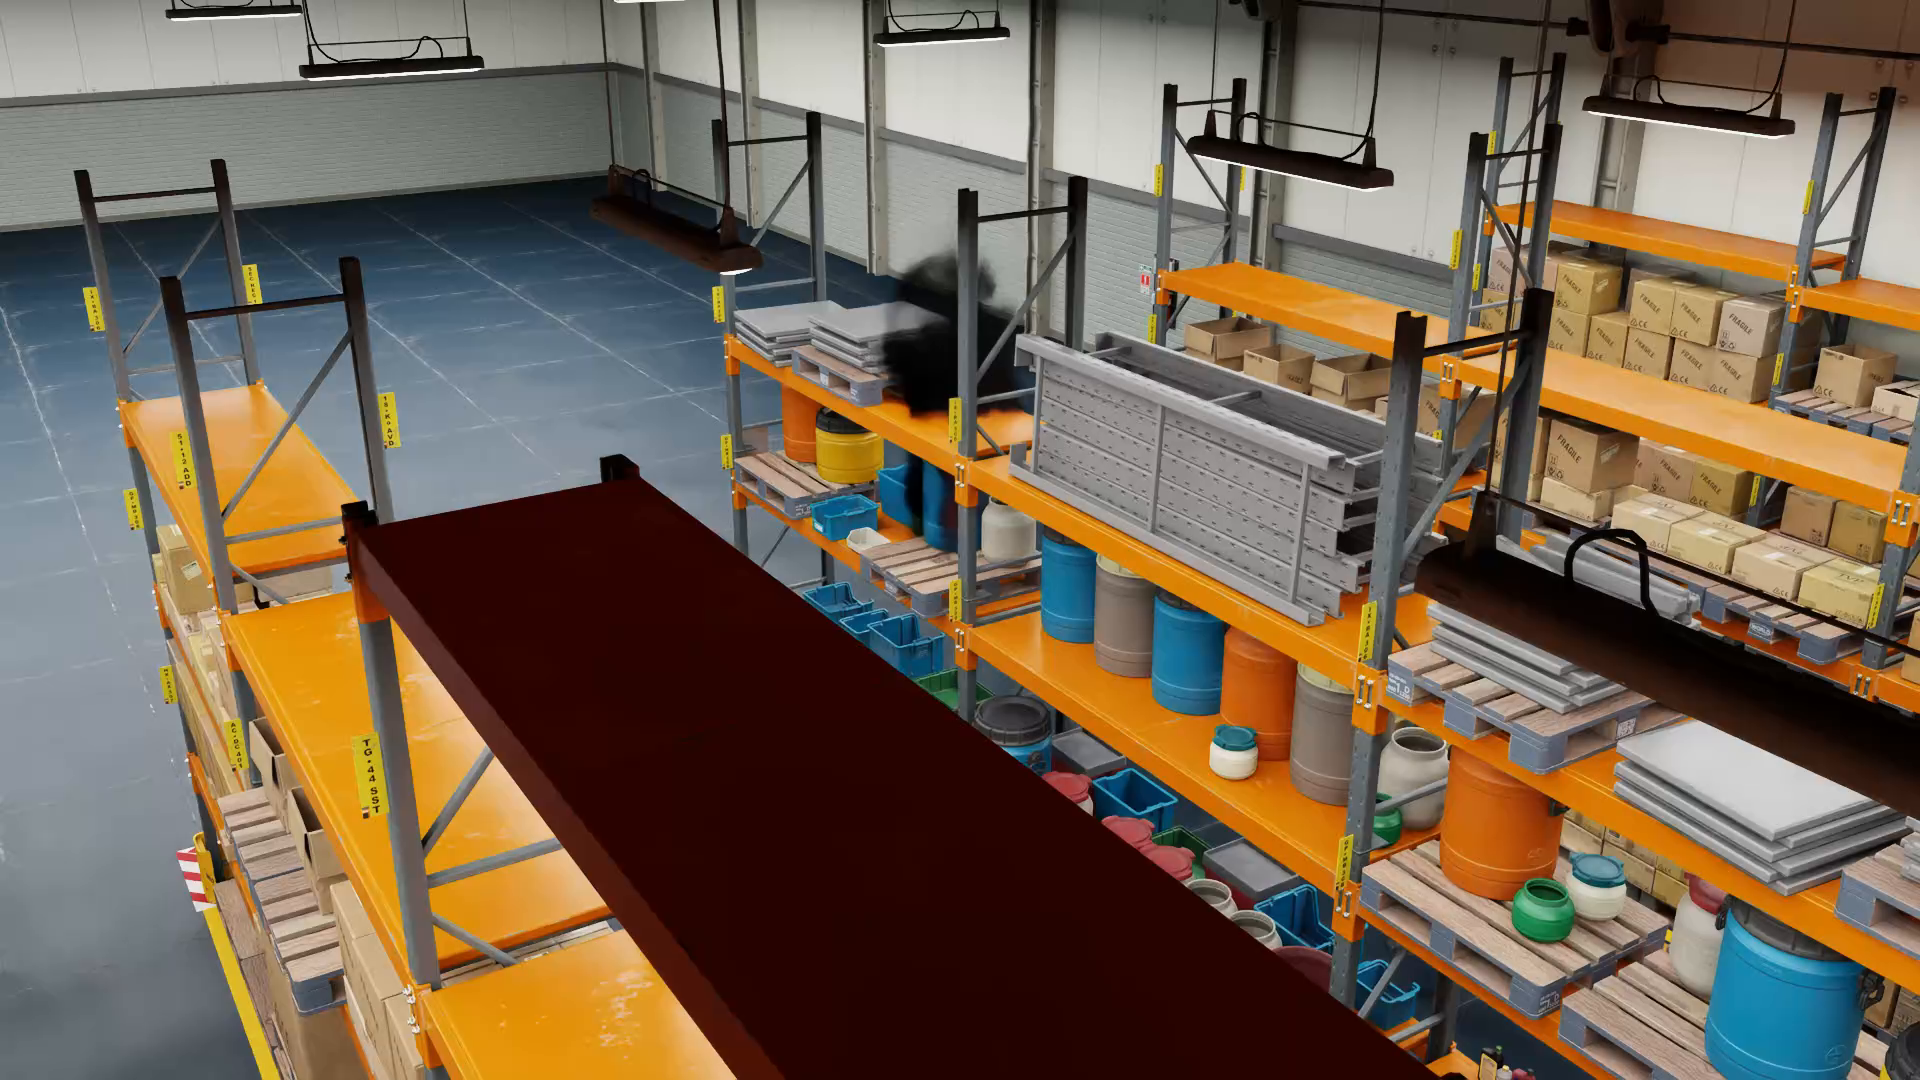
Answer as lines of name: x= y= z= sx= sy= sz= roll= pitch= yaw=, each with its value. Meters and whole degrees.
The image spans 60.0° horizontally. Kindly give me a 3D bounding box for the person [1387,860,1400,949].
person: x=3.287 y=2.325 z=12.775 sx=0.596 sy=1.698 sz=0.738 roll=-11 pitch=24 yaw=-26
